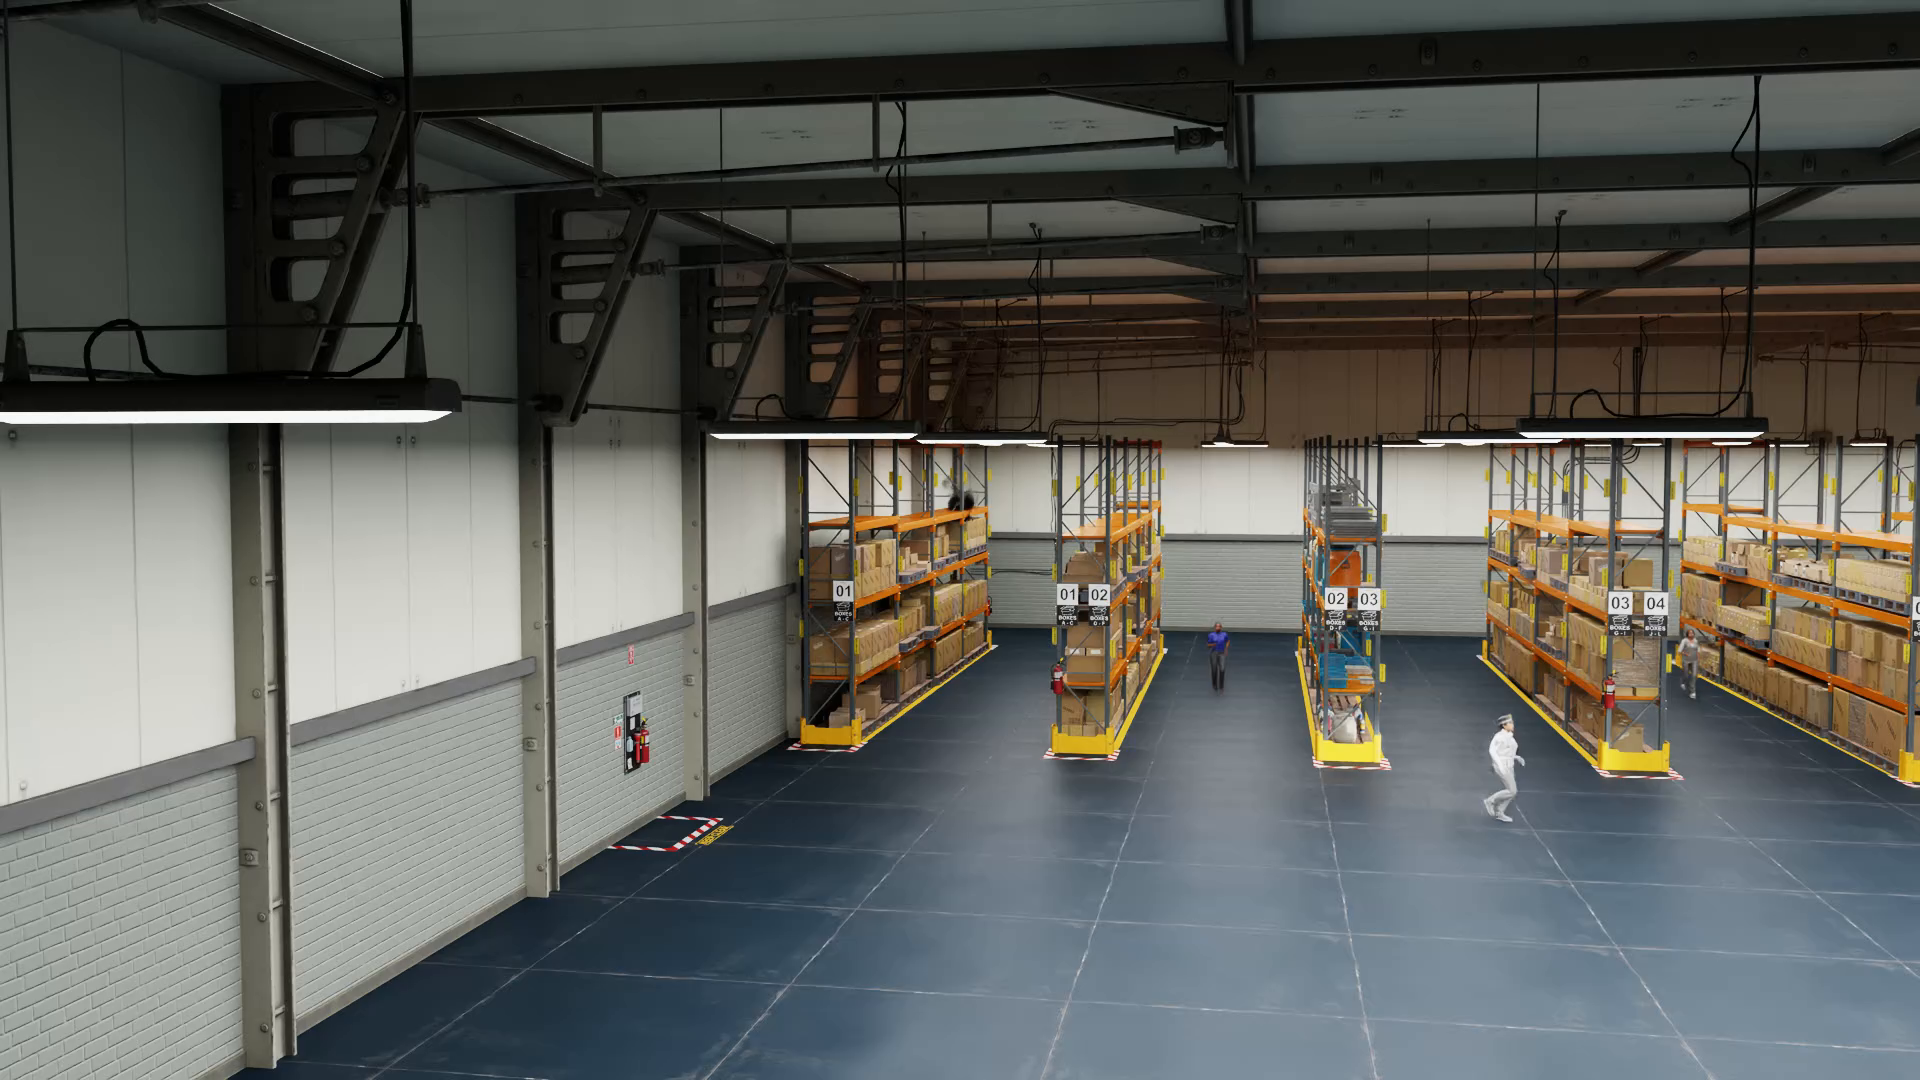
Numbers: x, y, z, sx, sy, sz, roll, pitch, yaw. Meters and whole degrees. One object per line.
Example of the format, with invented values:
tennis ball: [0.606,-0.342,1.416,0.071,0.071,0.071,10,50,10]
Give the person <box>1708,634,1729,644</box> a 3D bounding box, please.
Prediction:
person: [20.827,2.451,45.559,0.686,1.696,0.575,1,3,11]

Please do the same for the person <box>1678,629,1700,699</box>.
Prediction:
person: [16.884,2.839,38.475,0.537,1.587,0.860,0,3,7]

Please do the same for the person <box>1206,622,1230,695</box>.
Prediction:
person: [6.072,2.782,39.133,0.560,1.705,0.728,0,3,5]

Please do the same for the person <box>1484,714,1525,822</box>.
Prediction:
person: [8.417,3.506,25.689,0.544,1.666,0.634,2,4,34]
